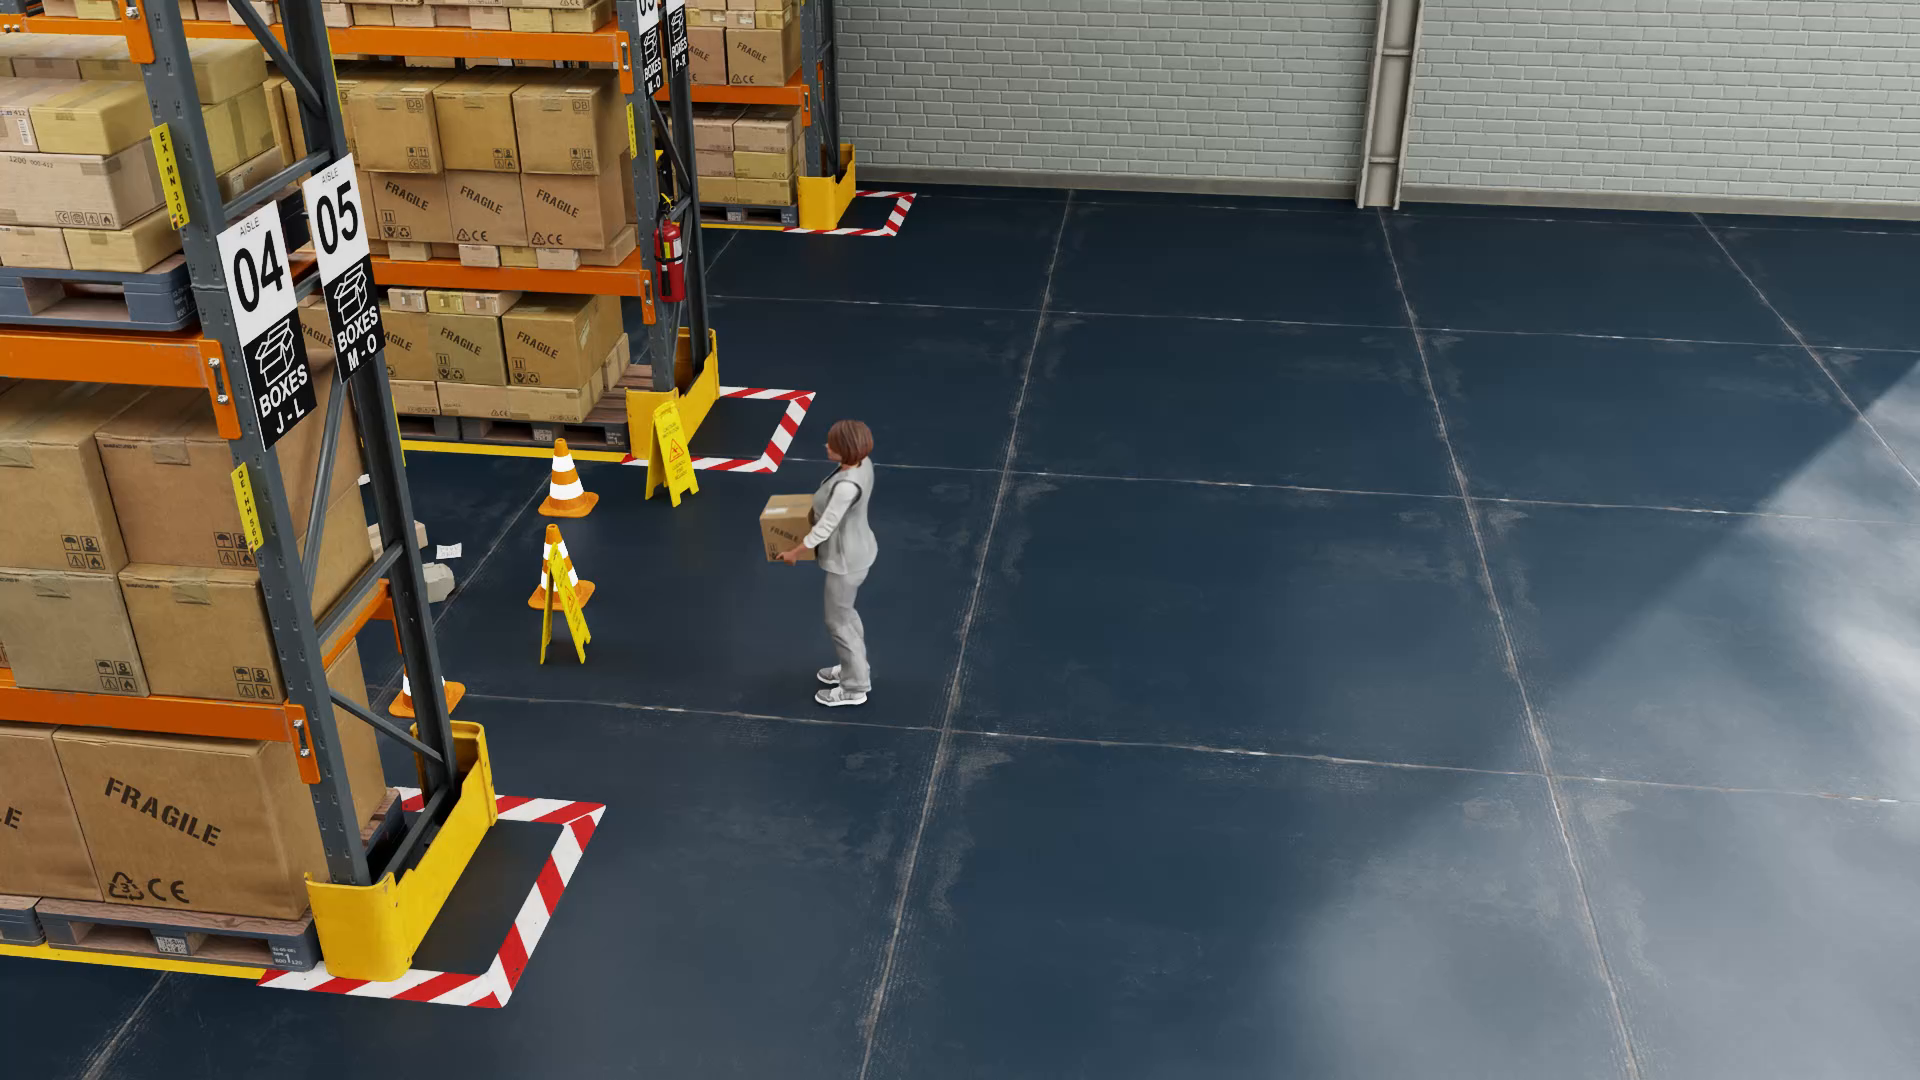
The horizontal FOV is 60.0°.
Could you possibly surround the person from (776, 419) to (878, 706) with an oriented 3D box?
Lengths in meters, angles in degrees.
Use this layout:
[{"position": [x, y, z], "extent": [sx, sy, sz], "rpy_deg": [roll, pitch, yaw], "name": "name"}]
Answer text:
[{"position": [-0.664, 0.102, 8.455], "extent": [0.488, 1.593, 0.405], "rpy_deg": [4, 29, 7], "name": "person"}]
